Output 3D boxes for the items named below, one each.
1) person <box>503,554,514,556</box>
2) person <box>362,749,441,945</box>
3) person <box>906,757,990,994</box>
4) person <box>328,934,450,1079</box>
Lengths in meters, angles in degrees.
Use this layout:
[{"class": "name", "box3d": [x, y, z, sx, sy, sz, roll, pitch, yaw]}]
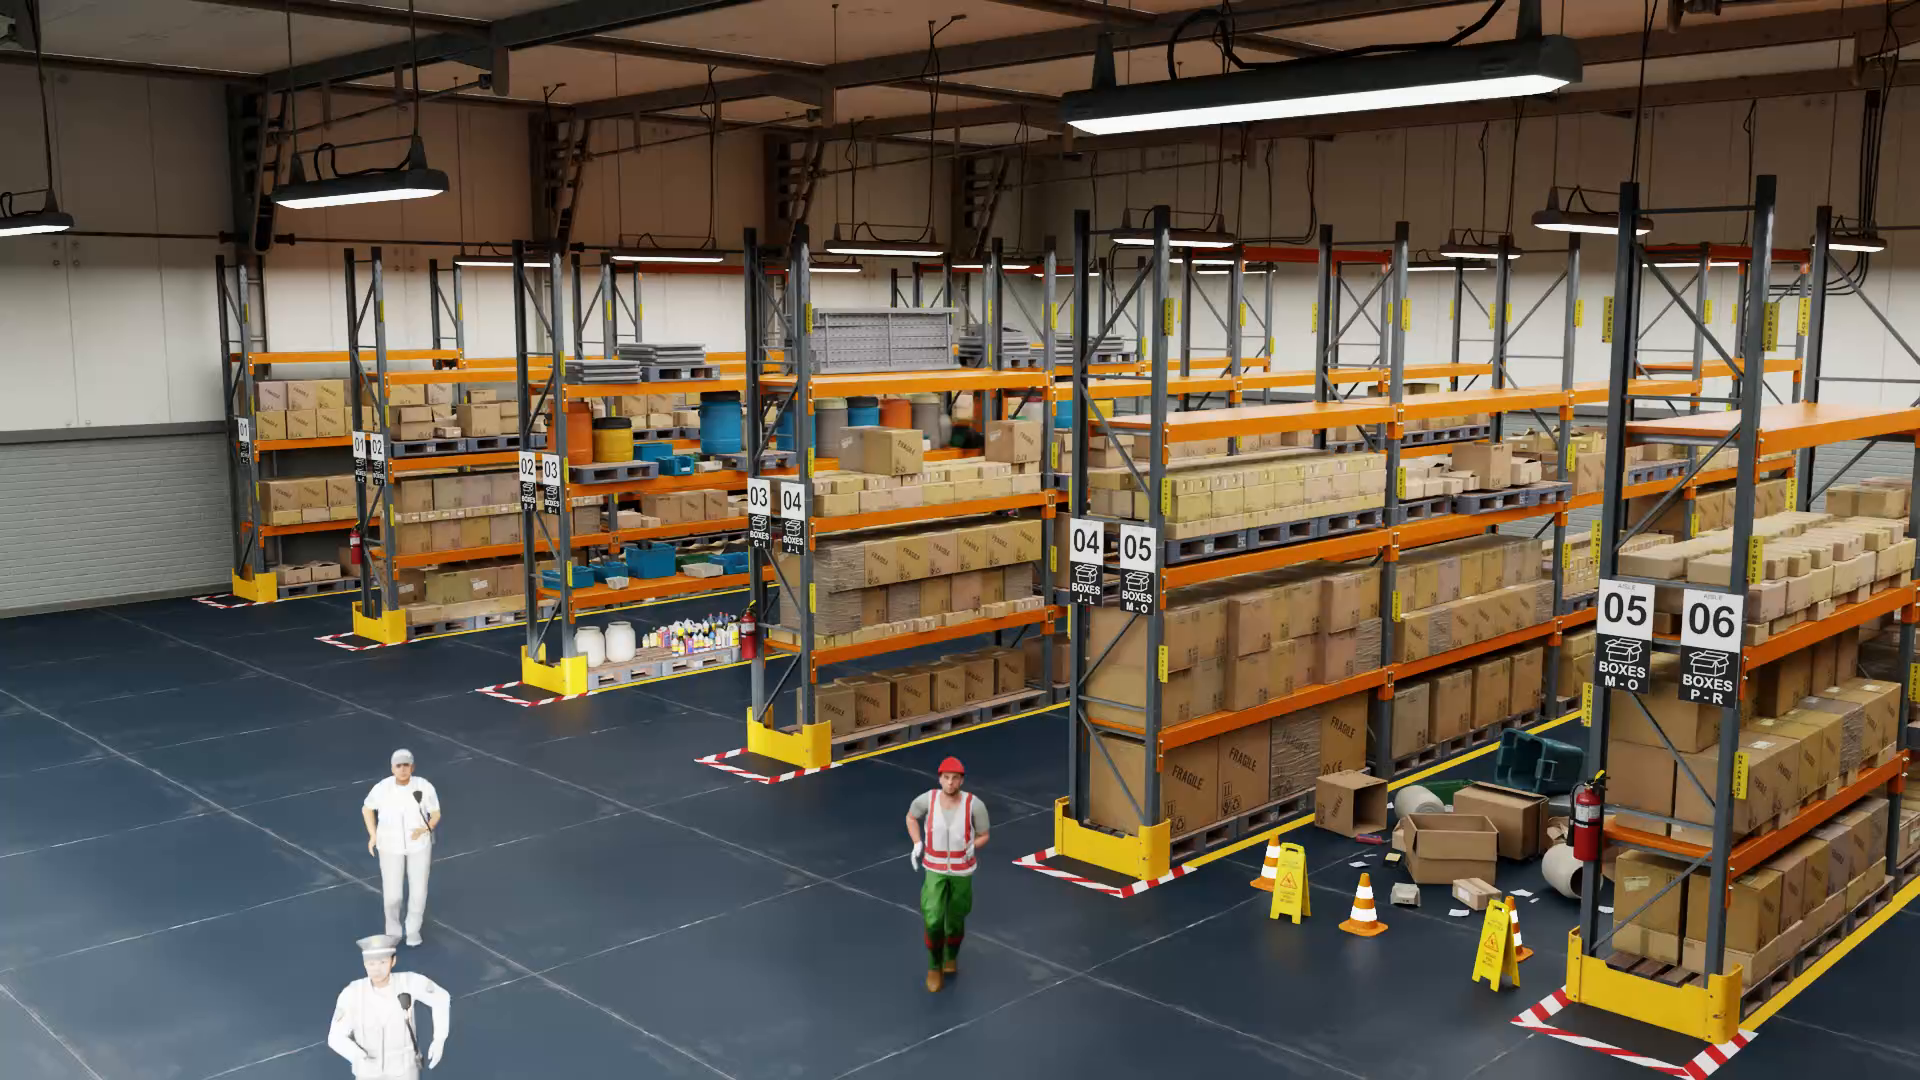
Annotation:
[{"class": "person", "box3d": [-7.866, 0.199, 28.929, 0.657, 1.707, 0.971, 7, 11, 42]}, {"class": "person", "box3d": [-4.447, 2.484, 13.308, 0.593, 1.626, 0.567, -3, 9, -21]}, {"class": "person", "box3d": [-0.086, 2.526, 12.550, 0.632, 1.809, 0.726, 0, 8, -2]}, {"class": "person", "box3d": [-3.209, 3.035, 9.373, 0.625, 1.743, 0.698, -2, 8, -11]}]
